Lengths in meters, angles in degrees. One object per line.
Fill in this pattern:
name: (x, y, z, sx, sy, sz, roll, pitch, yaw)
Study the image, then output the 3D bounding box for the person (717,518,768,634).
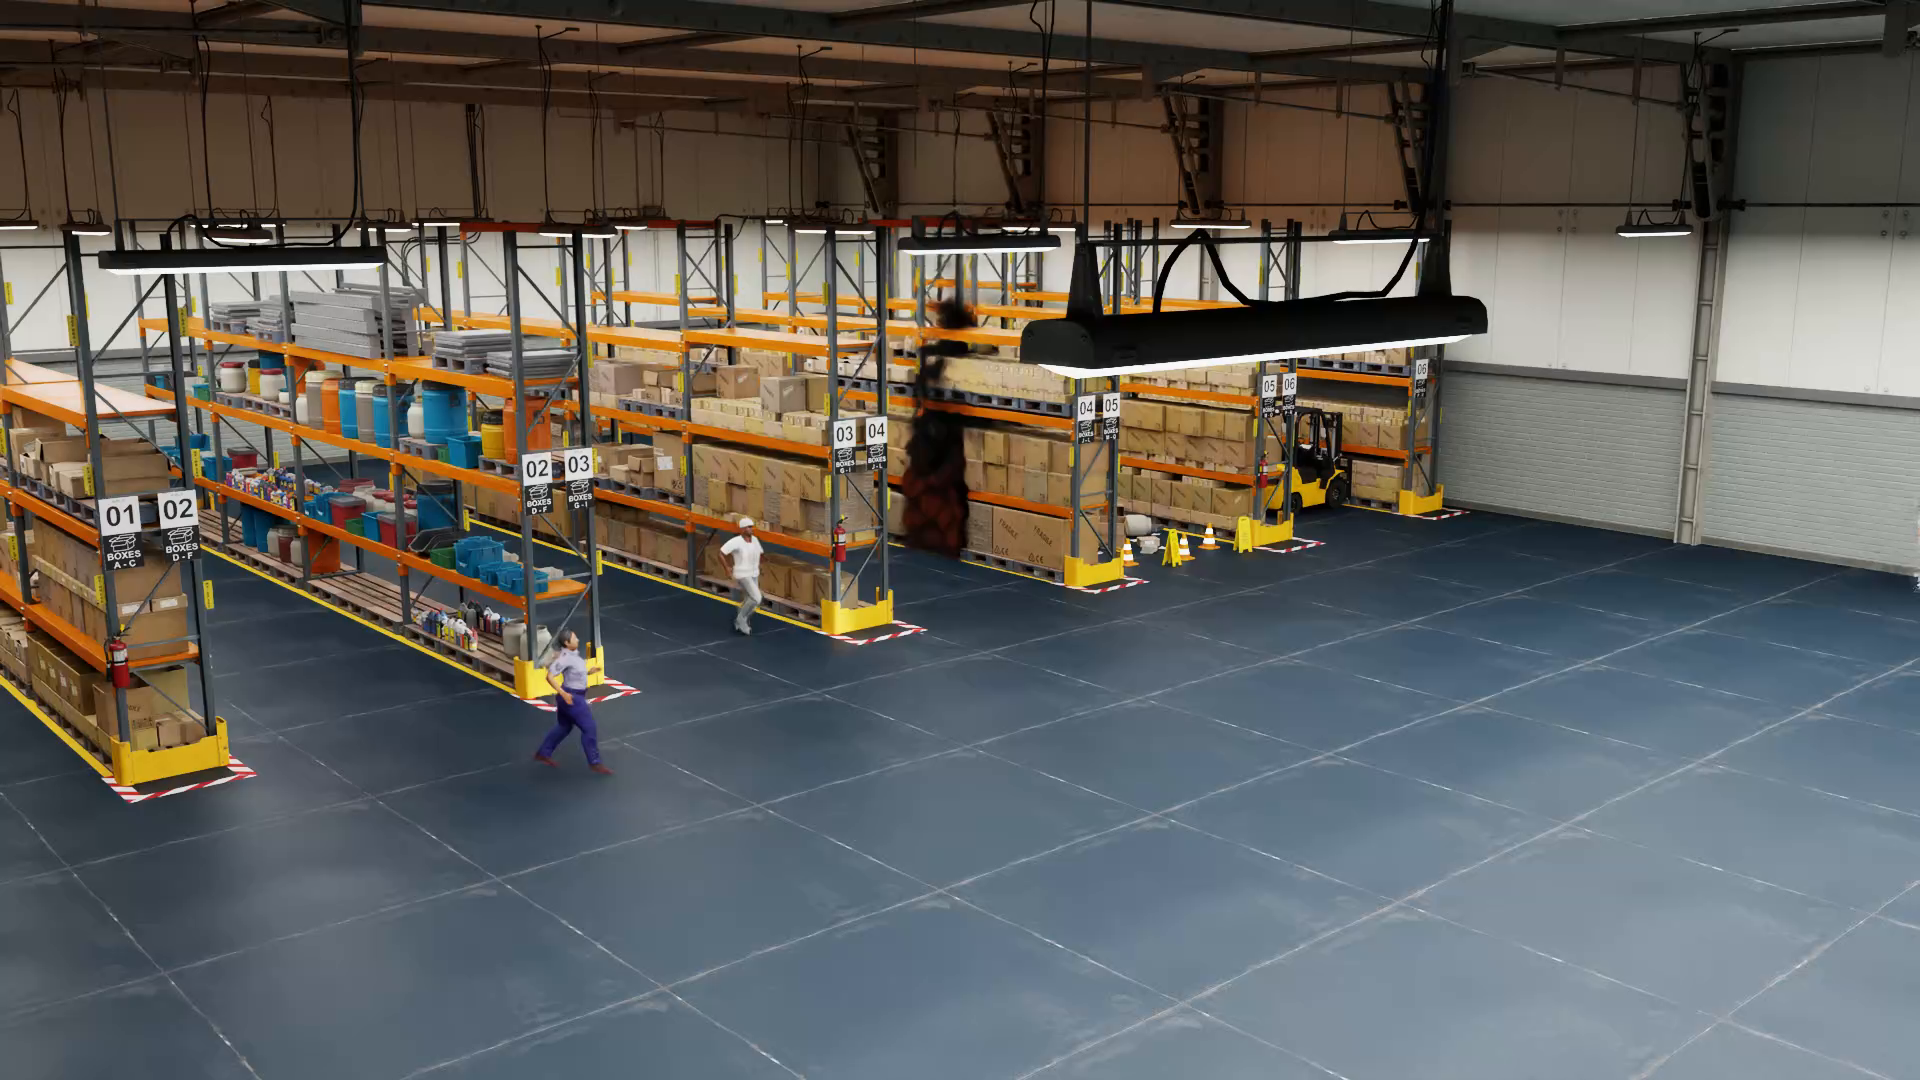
person: (-3.146, 0.538, 24.744, 0.660, 1.737, 0.692, 7, 13, 31)

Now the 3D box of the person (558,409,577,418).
person: (-9.426, -2.473, 39.951, 0.699, 1.692, 0.790, 3, 12, 16)

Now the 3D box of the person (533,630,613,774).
person: (-4.367, 1.822, 18.643, 0.873, 1.680, 0.594, -3, 12, -14)
